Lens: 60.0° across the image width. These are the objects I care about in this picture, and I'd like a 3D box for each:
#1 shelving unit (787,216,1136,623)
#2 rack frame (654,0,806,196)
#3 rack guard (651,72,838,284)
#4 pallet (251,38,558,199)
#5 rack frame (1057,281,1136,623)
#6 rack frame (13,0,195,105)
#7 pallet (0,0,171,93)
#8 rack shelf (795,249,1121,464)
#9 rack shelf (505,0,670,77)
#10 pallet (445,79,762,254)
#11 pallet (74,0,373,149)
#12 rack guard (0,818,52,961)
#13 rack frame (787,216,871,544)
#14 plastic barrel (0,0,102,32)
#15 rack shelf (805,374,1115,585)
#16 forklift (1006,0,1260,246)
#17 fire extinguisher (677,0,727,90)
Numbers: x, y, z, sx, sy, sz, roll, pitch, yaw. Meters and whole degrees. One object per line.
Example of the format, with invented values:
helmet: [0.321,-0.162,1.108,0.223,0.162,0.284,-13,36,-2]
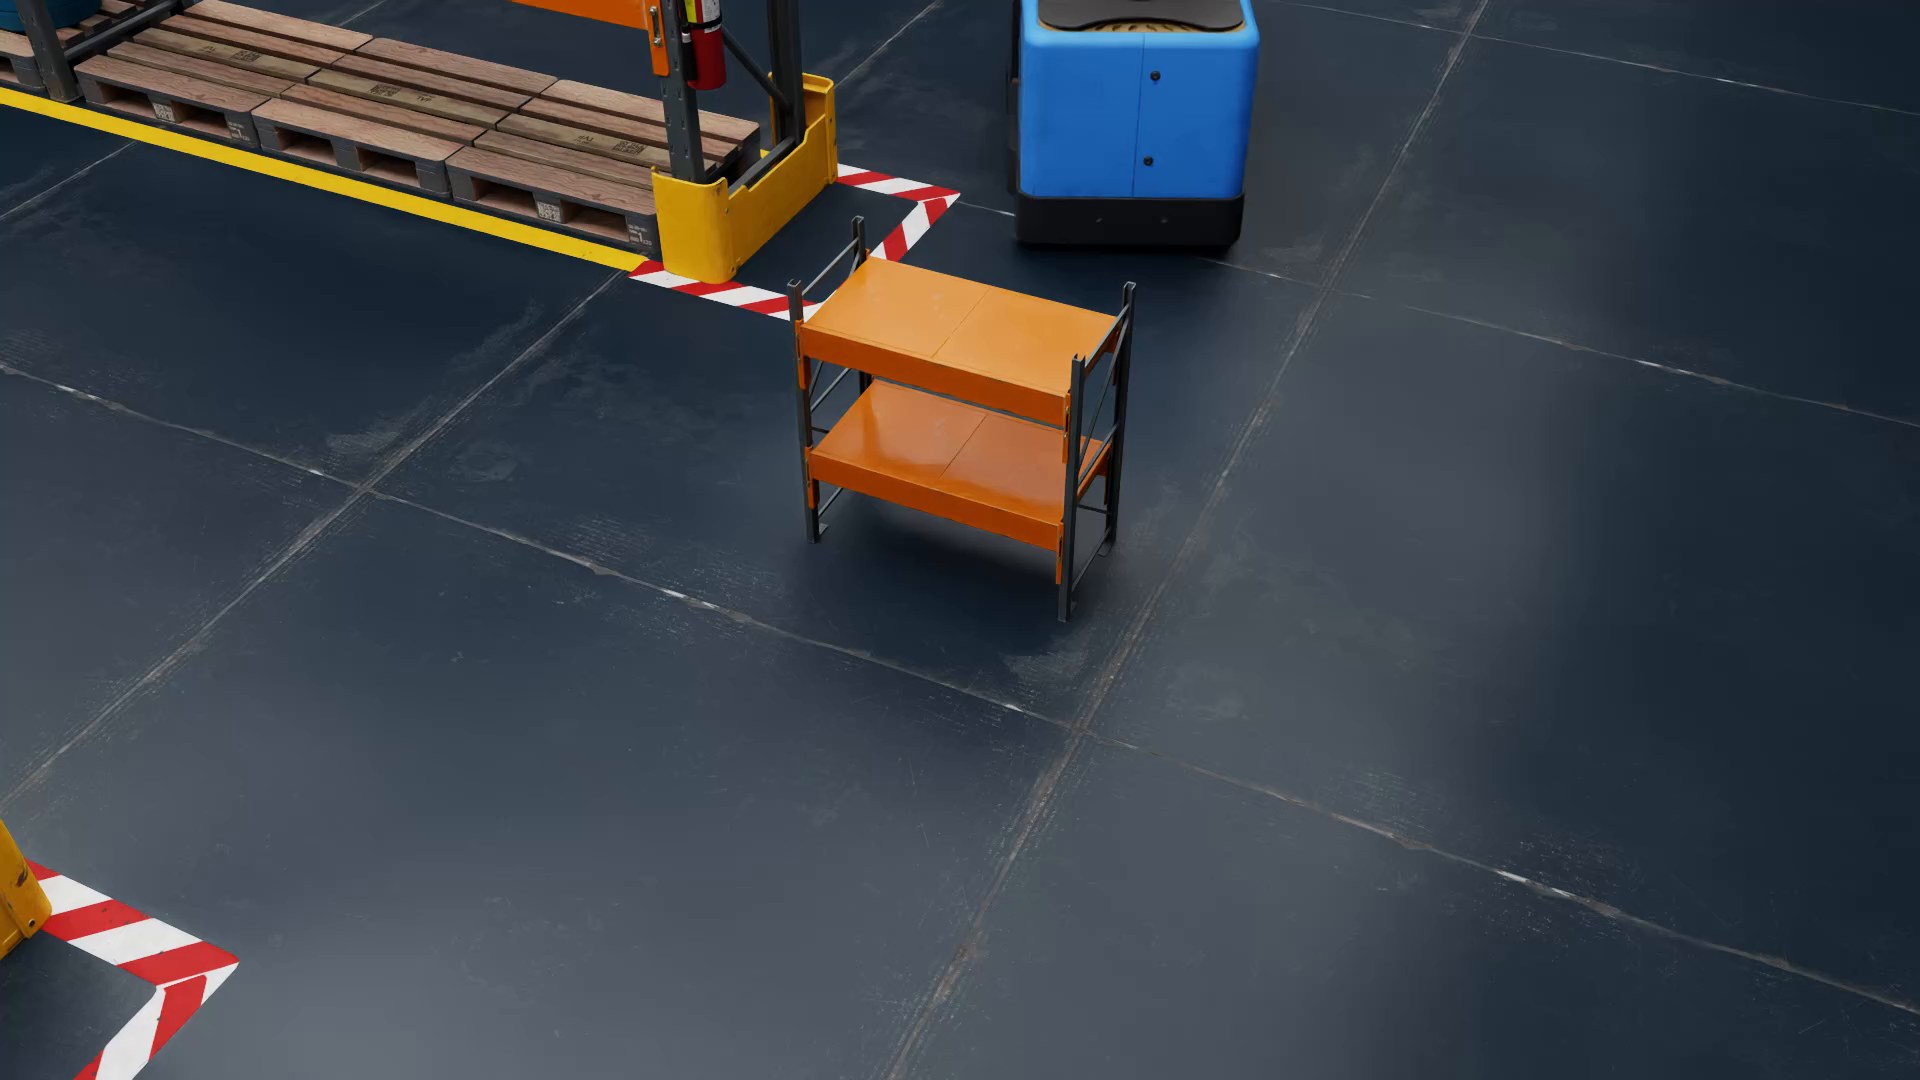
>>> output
shelving unit: [0.006,-0.423,5.879,1.048,1.125,0.538,17,44,19]
rack frame: [-1.020,-2.680,7.052,0.127,3.000,1.000,17,44,19]
rack guard: [-0.992,-1.737,7.872,0.348,0.500,1.175,17,44,19]
pallet: [-2.852,-2.216,8.646,1.213,0.211,1.003,17,44,19]
rack frame: [0.467,-0.282,5.717,0.032,1.125,0.500,17,44,19]
rack frame: [-4.645,-3.788,8.330,0.127,3.000,1.000,17,44,19]
pallet: [-5.326,-2.972,9.518,1.213,0.211,1.003,17,44,19]
rack shelf: [0.006,-0.644,5.688,1.000,0.278,0.538,17,44,19]
rack shelf: [-2.832,-2.962,7.926,4.000,0.370,1.077,17,44,19]
pallet: [-1.751,-1.878,8.255,1.213,0.211,1.003,17,44,19]
pallet: [-3.962,-2.553,9.035,1.213,0.211,1.003,17,44,19]
rack guard: [-3.092,1.211,4.471,0.348,0.500,1.175,17,44,19]
rack frame: [-0.455,-0.564,6.042,0.032,1.125,0.500,17,44,19]
plastic barrel: [-5.130,-3.314,9.065,0.708,0.901,0.600,17,44,19]
rack shelf: [0.006,-0.238,6.040,1.000,0.278,0.538,17,44,19]
forklift: [0.809,-3.415,7.952,1.130,2.935,3.031,1,41,1]
fire extinguisher: [-1.075,-2.198,6.840,0.183,0.674,0.296,17,44,19]
